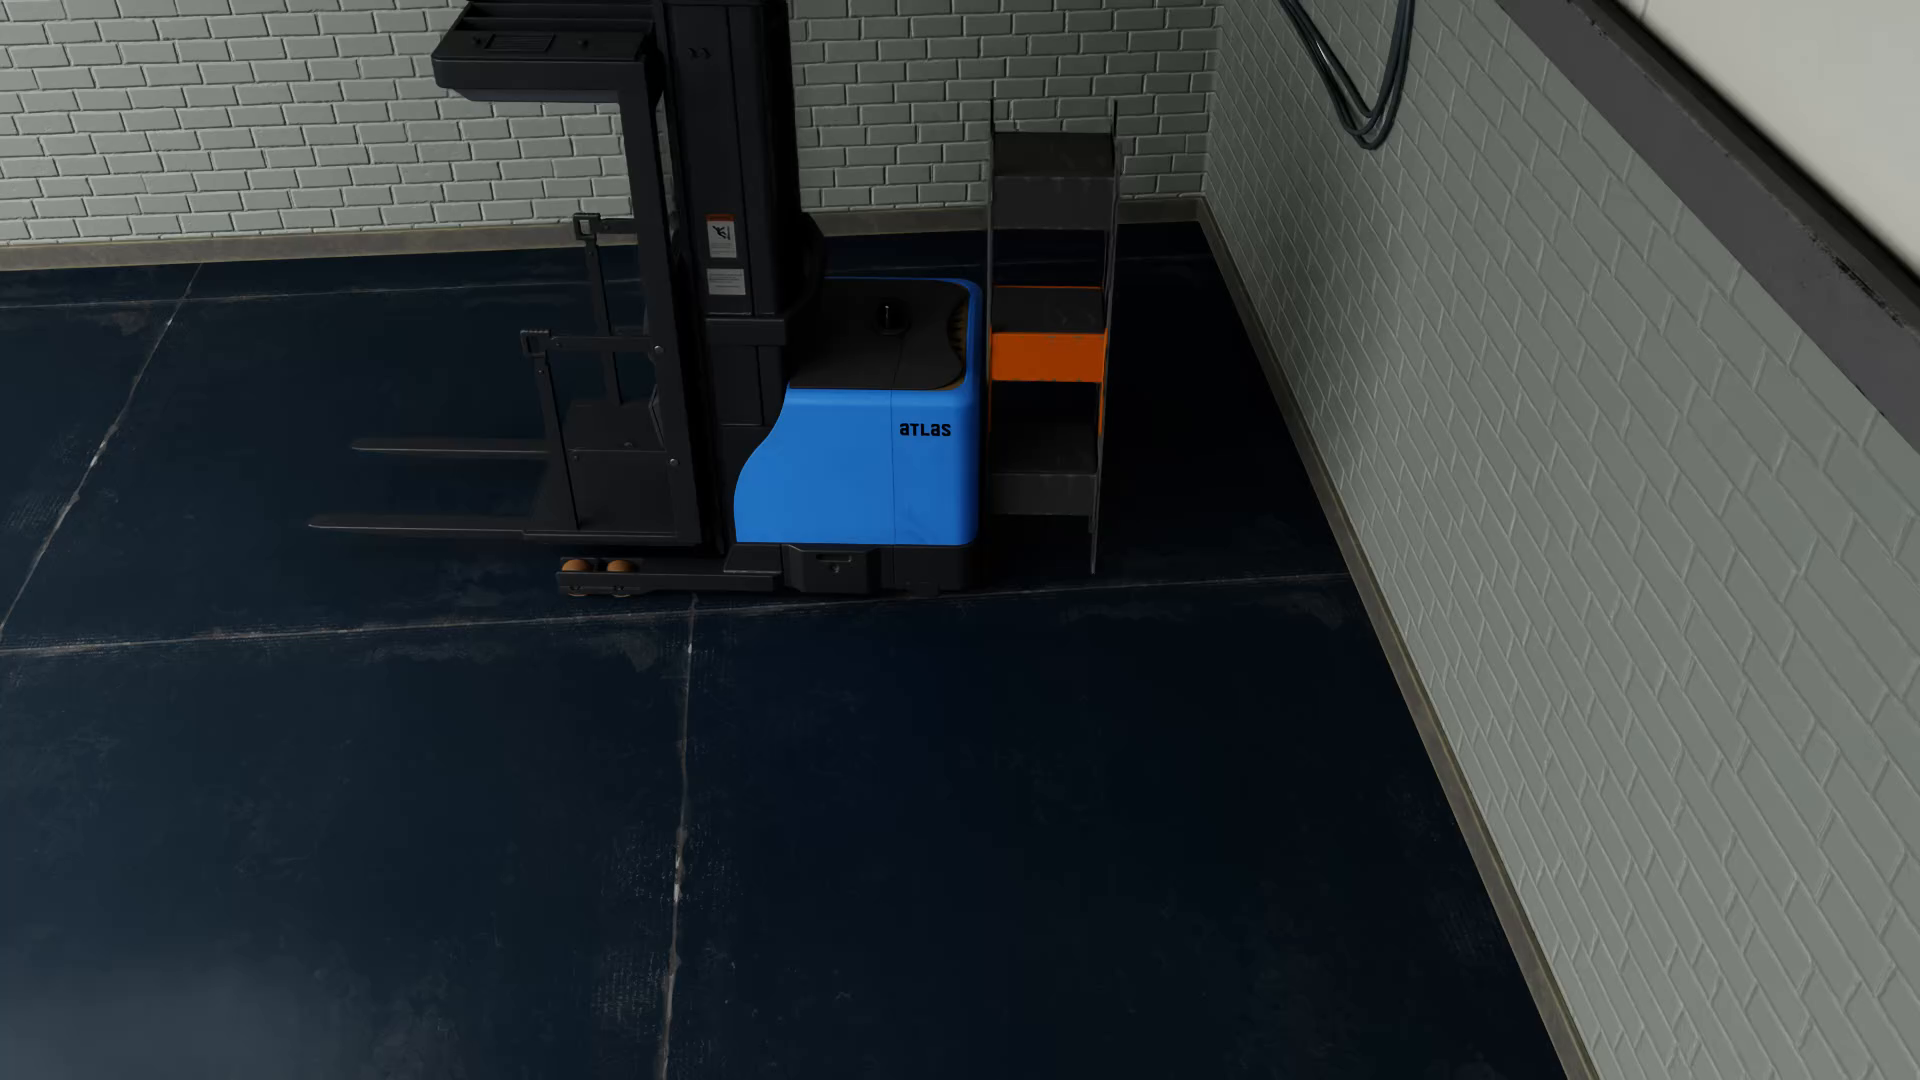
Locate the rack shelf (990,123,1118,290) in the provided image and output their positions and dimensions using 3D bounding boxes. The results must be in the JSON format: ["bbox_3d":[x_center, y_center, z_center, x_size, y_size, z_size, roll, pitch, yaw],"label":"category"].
[{"bbox_3d":[0.366,-1.333,6.636,0.480,0.518,0.431,1,38,1],"label":"rack shelf"}]

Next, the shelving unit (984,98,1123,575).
[{"bbox_3d":[0.366,-0.794,7.061,0.503,2.100,0.431,1,38,1],"label":"shelving unit"}]

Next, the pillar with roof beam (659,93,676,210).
[{"bbox_3d":[-1.098,-2.607,3.790,0.400,9.000,9.100,-3,38,-4],"label":"pillar with roof beam"}]

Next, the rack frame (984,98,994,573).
[{"bbox_3d":[0.122,-0.798,7.067,0.015,2.100,0.400,1,38,1],"label":"rack frame"}]

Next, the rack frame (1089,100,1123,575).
[{"bbox_3d":[0.610,-0.790,7.056,0.015,2.100,0.400,1,38,1],"label":"rack frame"}]

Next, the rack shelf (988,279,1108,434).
[{"bbox_3d":[0.366,-0.783,7.070,0.480,0.518,0.431,1,38,1],"label":"rack shelf"}]

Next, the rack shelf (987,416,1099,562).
[{"bbox_3d":[0.366,-0.234,7.503,0.480,0.518,0.431,1,38,1],"label":"rack shelf"}]

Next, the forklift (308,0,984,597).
[{"bbox_3d":[-1.410,-1.222,6.932,3.031,2.935,1.130,1,38,1],"label":"forklift"}]

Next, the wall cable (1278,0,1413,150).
[{"bbox_3d":[1.572,-3.390,7.289,0.112,2.526,3.097,-3,38,-4],"label":"wall cable"}]
